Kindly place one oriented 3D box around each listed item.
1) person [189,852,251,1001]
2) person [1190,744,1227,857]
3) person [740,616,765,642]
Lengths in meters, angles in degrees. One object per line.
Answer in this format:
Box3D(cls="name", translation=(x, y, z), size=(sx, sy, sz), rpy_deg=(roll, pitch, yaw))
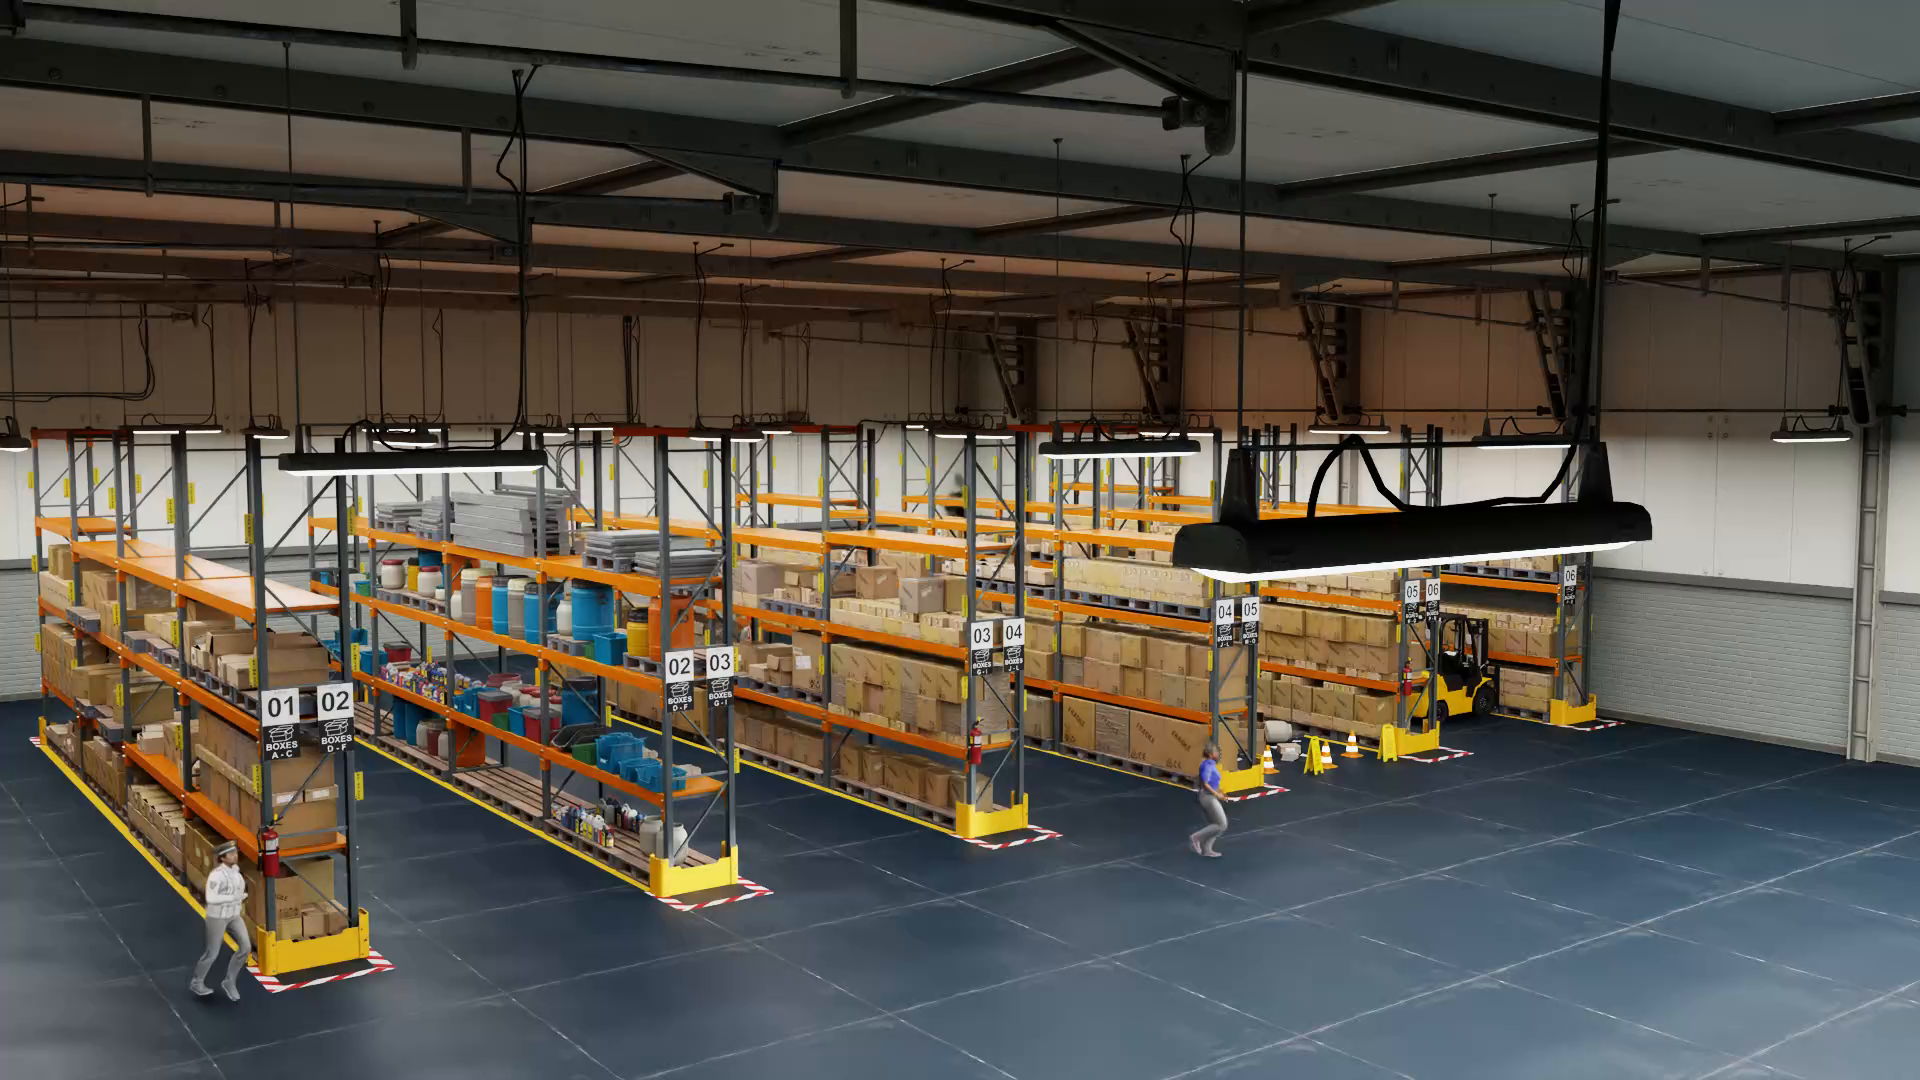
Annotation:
Box3D(cls="person", translation=(-7.912, 4.123, 17.931), size=(0.704, 1.679, 0.612), rpy_deg=(1, 5, 17))
Box3D(cls="person", translation=(3.513, 3.680, 23.510), size=(0.549, 1.609, 0.556), rpy_deg=(0, 4, -2))
Box3D(cls="person", translation=(-4.605, 2.522, 37.283), size=(0.685, 1.735, 0.777), rpy_deg=(-3, 5, -32))
